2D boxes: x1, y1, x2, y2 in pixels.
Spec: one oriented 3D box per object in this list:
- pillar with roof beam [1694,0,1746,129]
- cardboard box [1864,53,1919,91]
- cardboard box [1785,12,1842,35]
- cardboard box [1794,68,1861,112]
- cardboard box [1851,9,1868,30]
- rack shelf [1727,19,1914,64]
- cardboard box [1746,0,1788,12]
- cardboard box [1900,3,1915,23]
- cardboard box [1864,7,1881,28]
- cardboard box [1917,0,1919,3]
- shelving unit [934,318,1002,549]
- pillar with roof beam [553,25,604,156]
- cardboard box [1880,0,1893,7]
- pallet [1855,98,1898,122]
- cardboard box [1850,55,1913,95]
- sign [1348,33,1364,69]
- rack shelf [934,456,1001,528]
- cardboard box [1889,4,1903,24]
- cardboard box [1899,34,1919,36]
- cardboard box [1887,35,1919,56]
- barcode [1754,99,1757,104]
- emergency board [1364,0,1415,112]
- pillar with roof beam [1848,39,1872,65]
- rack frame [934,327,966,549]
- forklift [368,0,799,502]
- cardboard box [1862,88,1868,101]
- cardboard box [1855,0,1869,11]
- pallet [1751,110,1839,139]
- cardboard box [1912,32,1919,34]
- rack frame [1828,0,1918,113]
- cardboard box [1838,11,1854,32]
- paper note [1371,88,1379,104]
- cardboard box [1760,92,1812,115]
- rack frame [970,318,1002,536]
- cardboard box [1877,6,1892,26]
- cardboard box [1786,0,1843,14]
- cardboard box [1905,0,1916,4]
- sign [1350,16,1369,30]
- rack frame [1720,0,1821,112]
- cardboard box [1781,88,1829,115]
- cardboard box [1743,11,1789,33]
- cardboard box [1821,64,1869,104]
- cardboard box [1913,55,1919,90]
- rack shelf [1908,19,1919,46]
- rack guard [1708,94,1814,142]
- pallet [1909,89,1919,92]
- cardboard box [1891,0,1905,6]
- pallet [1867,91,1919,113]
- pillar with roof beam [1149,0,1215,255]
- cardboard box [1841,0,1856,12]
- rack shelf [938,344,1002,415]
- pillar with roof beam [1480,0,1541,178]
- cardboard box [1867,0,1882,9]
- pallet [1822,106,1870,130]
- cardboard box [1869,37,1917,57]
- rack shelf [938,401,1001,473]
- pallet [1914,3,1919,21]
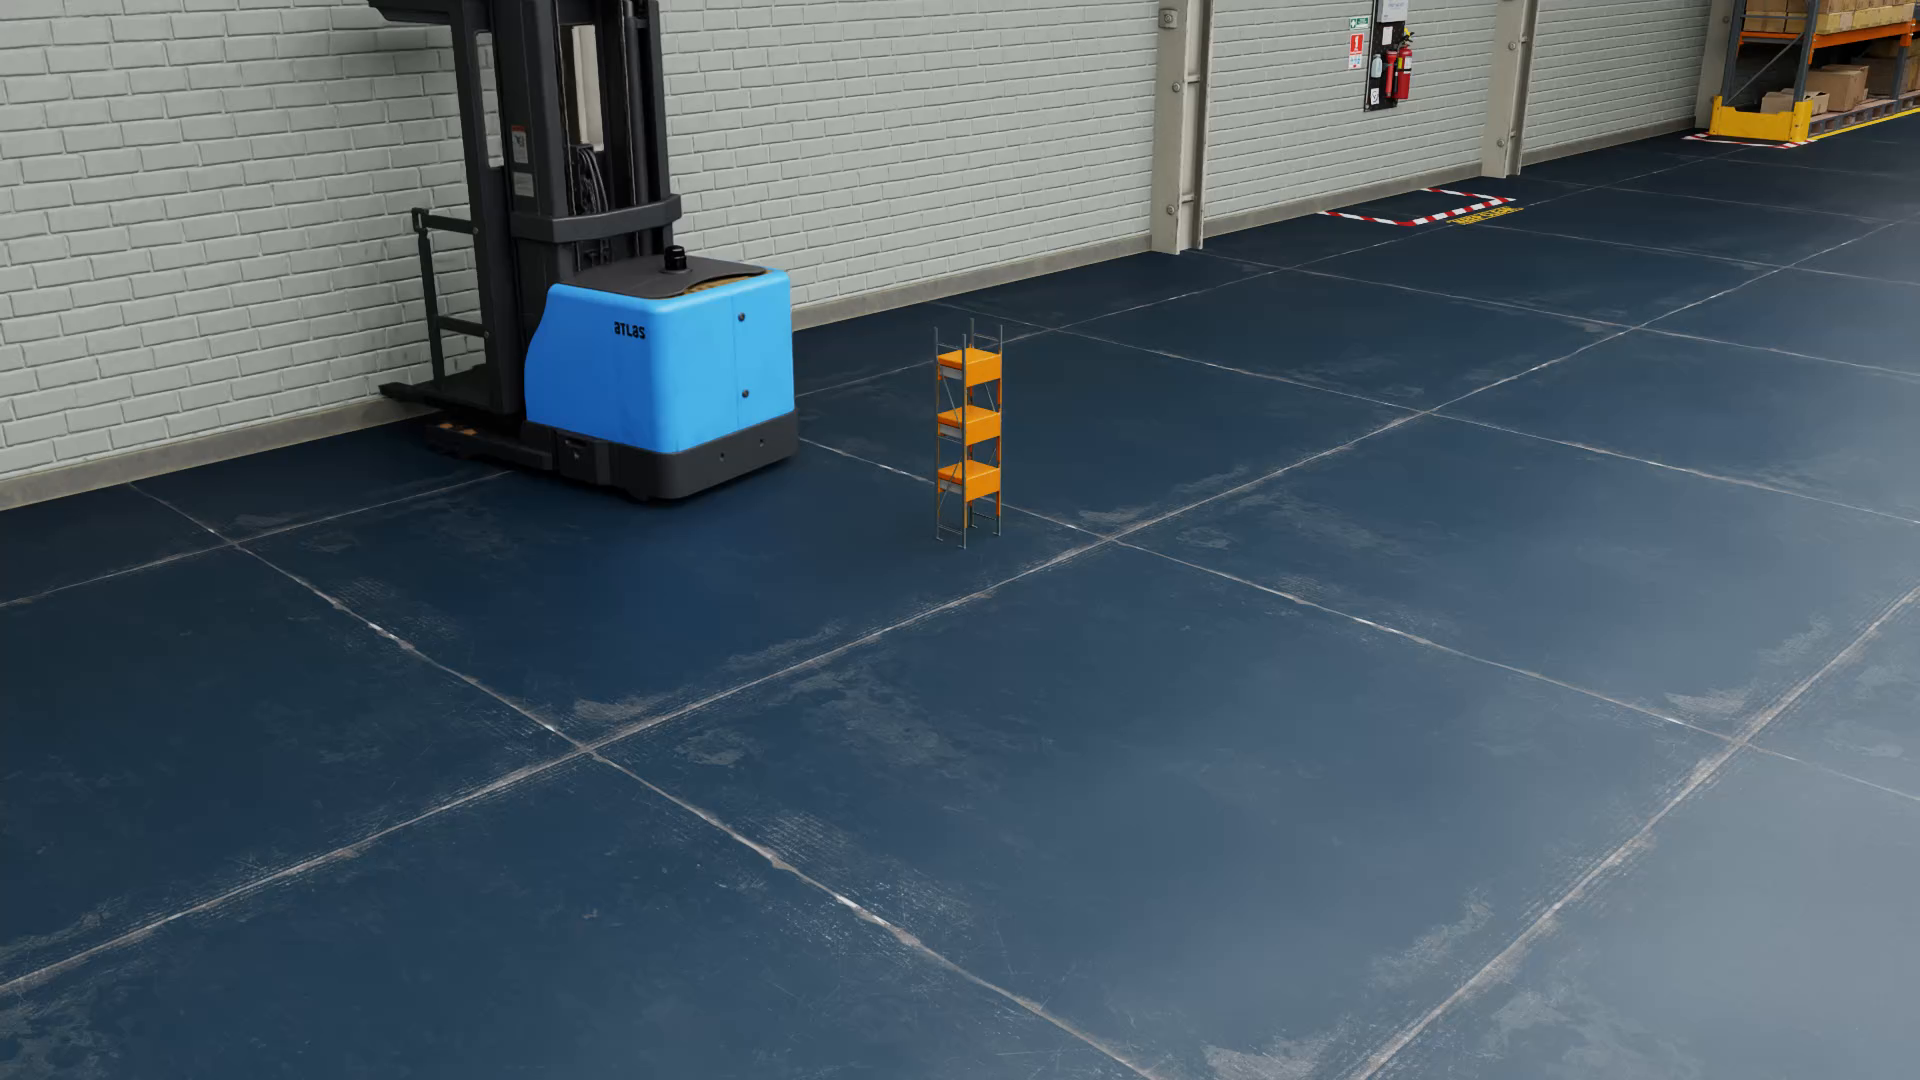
[{"bbox_3d":[13.377,-8.801,18.428,9.100,9.000,0.400,19,28,41],"label":"pillar with roof beam"},{"bbox_3d":[14.041,-7.087,25.203,0.700,0.500,0.500,19,28,40],"label":"cardboard box"},{"bbox_3d":[10.992,-6.667,21.419,0.500,0.250,0.500,18,28,39],"label":"cardboard box"},{"bbox_3d":[11.916,-6.198,22.890,0.700,0.500,0.500,17,27,37],"label":"cardboard box"},{"bbox_3d":[11.704,-6.933,22.113,0.500,0.250,0.500,19,28,40],"label":"cardboard box"},{"bbox_3d":[11.819,-6.860,22.743,1.077,0.370,4.000,19,28,41],"label":"rack shelf"},{"bbox_3d":[10.601,-7.145,21.619,0.500,0.500,0.500,19,28,40],"label":"cardboard box"},{"bbox_3d":[13.101,-7.451,23.461,0.500,0.250,0.500,19,28,41],"label":"cardboard box"},{"bbox_3d":[12.058,-7.062,22.449,0.500,0.250,0.500,20,28,41],"label":"cardboard box"},{"bbox_3d":[13.594,-8.084,24.173,0.700,0.500,0.500,19,28,41],"label":"cardboard box"},{"bbox_3d":[0.037,-0.504,7.922,0.215,1.050,0.252,19,28,41],"label":"shelving unit"},{"bbox_3d":[0.820,-4.174,6.390,9.100,9.000,0.400,19,28,41],"label":"pillar with roof beam"},{"bbox_3d":[12.403,-7.543,22.656,0.500,0.500,0.500,18,28,39],"label":"cardboard box"},{"bbox_3d":[12.771,-6.226,23.980,1.003,0.211,1.213,19,28,41],"label":"pallet"},{"bbox_3d":[13.716,-6.941,24.824,0.500,0.500,0.700,-19,28,-40],"label":"cardboard box"},{"bbox_3d":[3.896,-4.810,16.358,0.001,0.329,0.234,19,28,41],"label":"sign"},{"bbox_3d":[0.037,-0.234,8.025,0.215,0.259,0.240,19,28,41],"label":"rack shelf"},{"bbox_3d":[12.748,-7.325,23.133,0.500,0.250,0.500,19,28,41],"label":"cardboard box"},{"bbox_3d":[14.742,-7.664,25.659,0.500,0.250,0.500,19,28,40],"label":"cardboard box"},{"bbox_3d":[14.381,-7.540,25.337,0.500,0.250,0.500,18,28,39],"label":"cardboard box"},{"bbox_3d":[10.697,-5.896,22.355,0.001,0.075,0.075,19,28,41],"label":"barcode"},{"bbox_3d":[4.356,-4.910,16.667,0.194,1.169,0.643,19,28,41],"label":"emergency board"},{"bbox_3d":[17.563,-10.343,22.441,9.100,9.000,0.400,19,28,41],"label":"pillar with roof beam"},{"bbox_3d":[-0.048,-0.472,7.840,0.200,1.050,0.008,19,28,41],"label":"rack frame"},{"bbox_3d":[-2.385,-1.958,9.085,3.031,2.935,1.130,14,25,32],"label":"forklift"},{"bbox_3d":[12.863,-6.447,24.004,0.380,0.166,0.250,15,26,34],"label":"cardboard box"},{"bbox_3d":[11.689,-7.274,21.954,0.500,0.500,0.500,18,27,39],"label":"cardboard box"},{"bbox_3d":[11.069,-5.599,22.348,1.003,0.211,1.213,19,28,41],"label":"pallet"},{"bbox_3d":[15.097,-7.797,26.006,0.500,0.250,0.500,-20,28,-41],"label":"cardboard box"},{"bbox_3d":[13.214,-7.710,23.952,1.000,3.000,0.127,19,28,41],"label":"rack frame"},{"bbox_3d":[11.344,-6.804,21.776,0.500,0.250,0.500,18,28,39],"label":"cardboard box"},{"bbox_3d":[4.183,-4.470,16.752,0.016,0.148,0.142,19,28,41],"label":"paper note"},{"bbox_3d":[10.971,-5.787,22.084,0.500,0.311,0.500,15,26,35],"label":"cardboard box"},{"bbox_3d":[0.122,-0.535,8.004,0.200,1.050,0.008,19,28,41],"label":"rack frame"},{"bbox_3d":[12.408,-7.192,22.787,0.500,0.250,0.500,19,28,40],"label":"cardboard box"},{"bbox_3d":[10.972,-7.018,21.289,0.500,0.500,0.500,19,28,41],"label":"cardboard box"},{"bbox_3d":[13.106,-7.800,23.323,0.500,0.500,0.500,19,28,41],"label":"cardboard box"},{"bbox_3d":[3.906,-5.056,16.261,0.001,0.109,0.331,19,28,41],"label":"sign"},{"bbox_3d":[10.424,-6.681,21.277,1.000,3.000,0.127,19,28,41],"label":"rack frame"},{"bbox_3d":[11.369,-5.933,22.465,0.500,0.311,0.500,-17,27,-38],"label":"cardboard box"},{"bbox_3d":[10.611,-6.789,21.739,0.500,0.250,0.500,-20,28,-41],"label":"cardboard box"},{"bbox_3d":[12.519,-6.471,23.601,0.500,0.500,0.500,17,27,37],"label":"cardboard box"},{"bbox_3d":[14.425,-7.208,25.517,0.700,0.500,0.500,20,28,41],"label":"cardboard box"},{"bbox_3d":[14.610,-7.888,25.418,1.077,0.370,4.000,19,28,41],"label":"rack shelf"},{"bbox_3d":[10.477,-5.534,21.776,1.175,0.500,0.348,19,28,41],"label":"rack guard"},{"bbox_3d":[14.608,-6.924,25.793,1.003,0.211,1.213,19,28,41],"label":"pallet"},{"bbox_3d":[12.762,-7.670,22.985,0.500,0.500,0.500,19,28,40],"label":"cardboard box"},{"bbox_3d":[13.757,-6.608,24.974,1.003,0.211,1.213,19,28,41],"label":"pallet"},{"bbox_3d":[5.006,-5.716,10.403,9.100,9.000,0.400,19,28,41],"label":"pillar with roof beam"},{"bbox_3d":[11.324,-7.143,21.613,0.500,0.500,0.500,19,28,41],"label":"cardboard box"},{"bbox_3d":[0.037,-0.759,7.824,0.215,0.259,0.240,19,28,41],"label":"rack shelf"},{"bbox_3d":[9.191,-7.258,14.416,9.100,9.000,0.400,19,28,41],"label":"pillar with roof beam"},{"bbox_3d":[12.041,-7.410,22.307,0.500,0.500,0.500,-19,28,-40],"label":"cardboard box"},{"bbox_3d":[11.920,-5.911,23.160,1.003,0.211,1.213,19,28,41],"label":"pallet"},{"bbox_3d":[14.021,-7.406,24.986,0.500,0.250,0.500,19,28,40],"label":"cardboard box"},{"bbox_3d":[0.037,-0.494,7.926,0.215,0.259,0.240,19,28,41],"label":"rack shelf"},{"bbox_3d":[13.852,-7.780,24.402,1.003,0.211,1.213,19,28,41],"label":"pallet"}]
